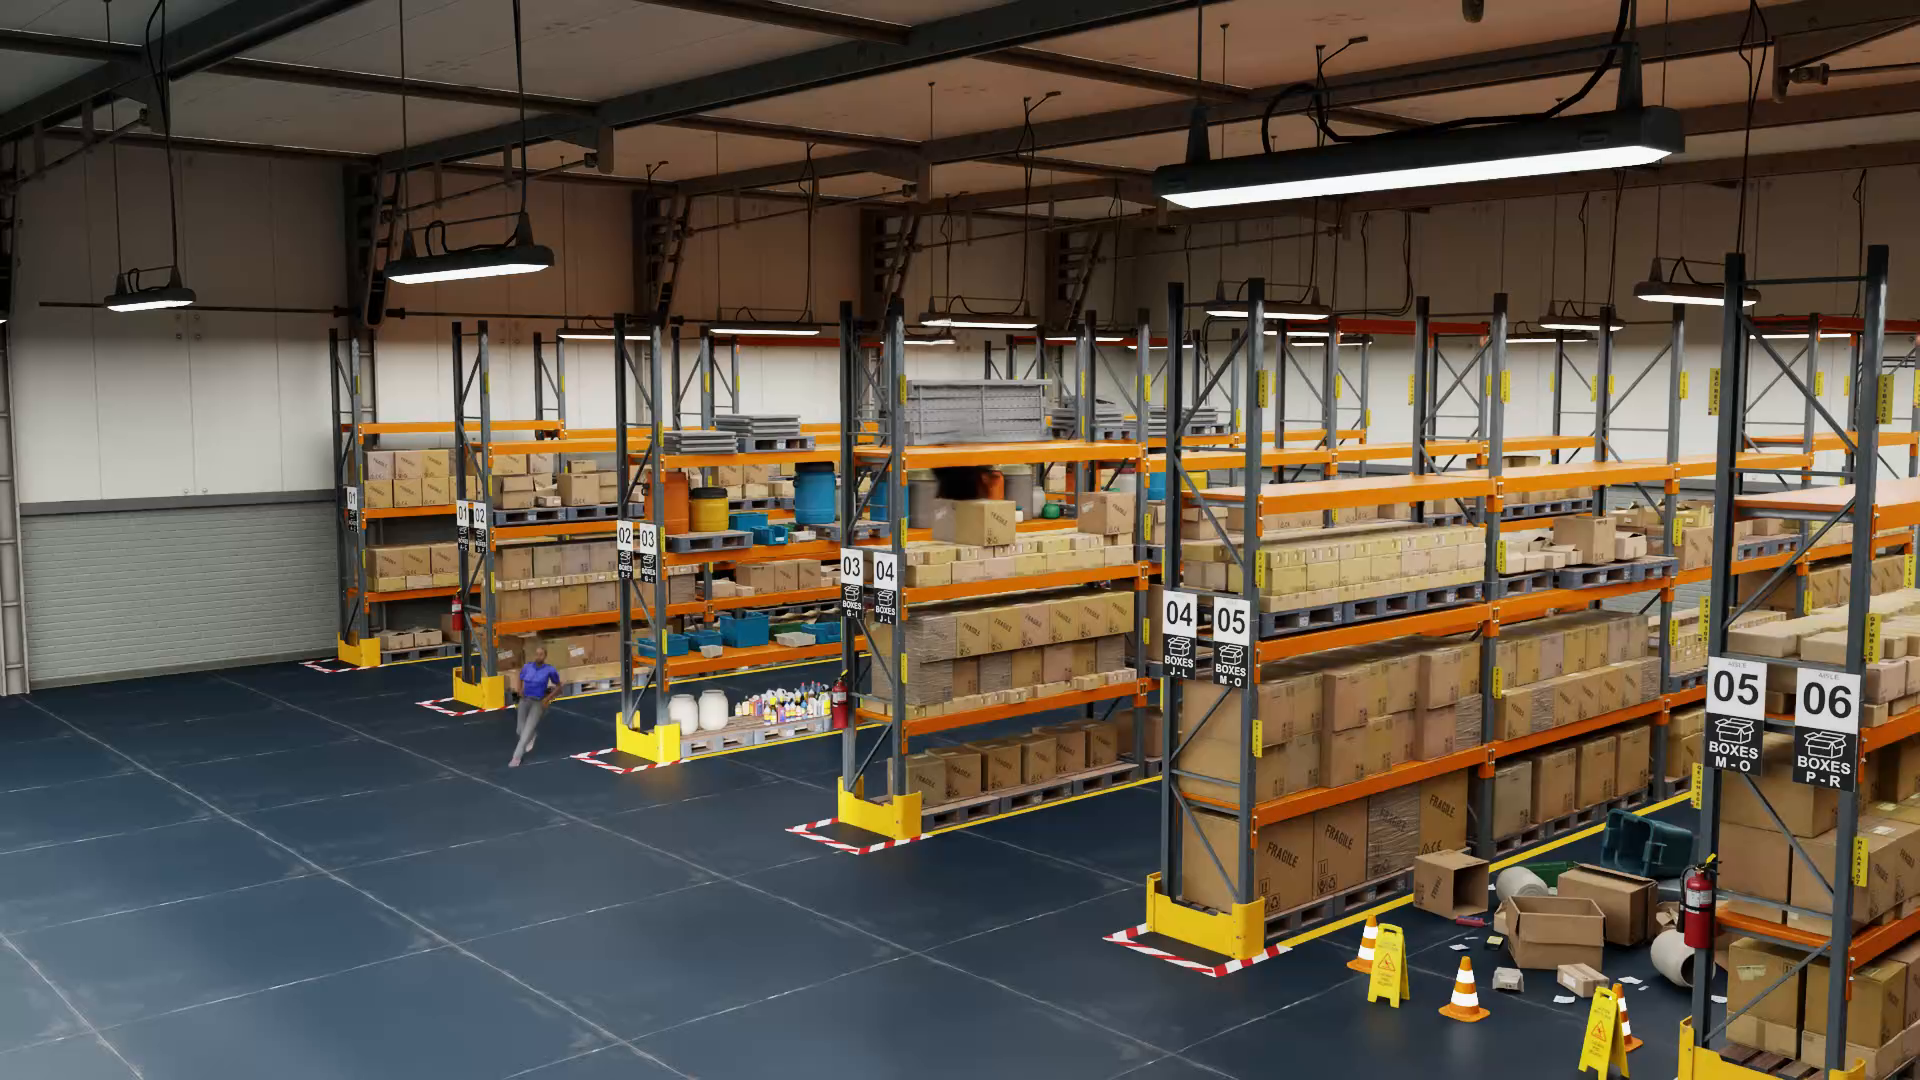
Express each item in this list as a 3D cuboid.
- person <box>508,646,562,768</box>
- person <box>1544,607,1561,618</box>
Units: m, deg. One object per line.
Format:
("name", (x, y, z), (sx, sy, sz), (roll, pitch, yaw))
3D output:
("person", (-5.652, 2.192, 22.227), (0.633, 1.594, 0.735), (1, 6, 7))
("person", (9.145, 1.810, 25.713), (0.584, 1.704, 1.042), (6, 8, 44))
